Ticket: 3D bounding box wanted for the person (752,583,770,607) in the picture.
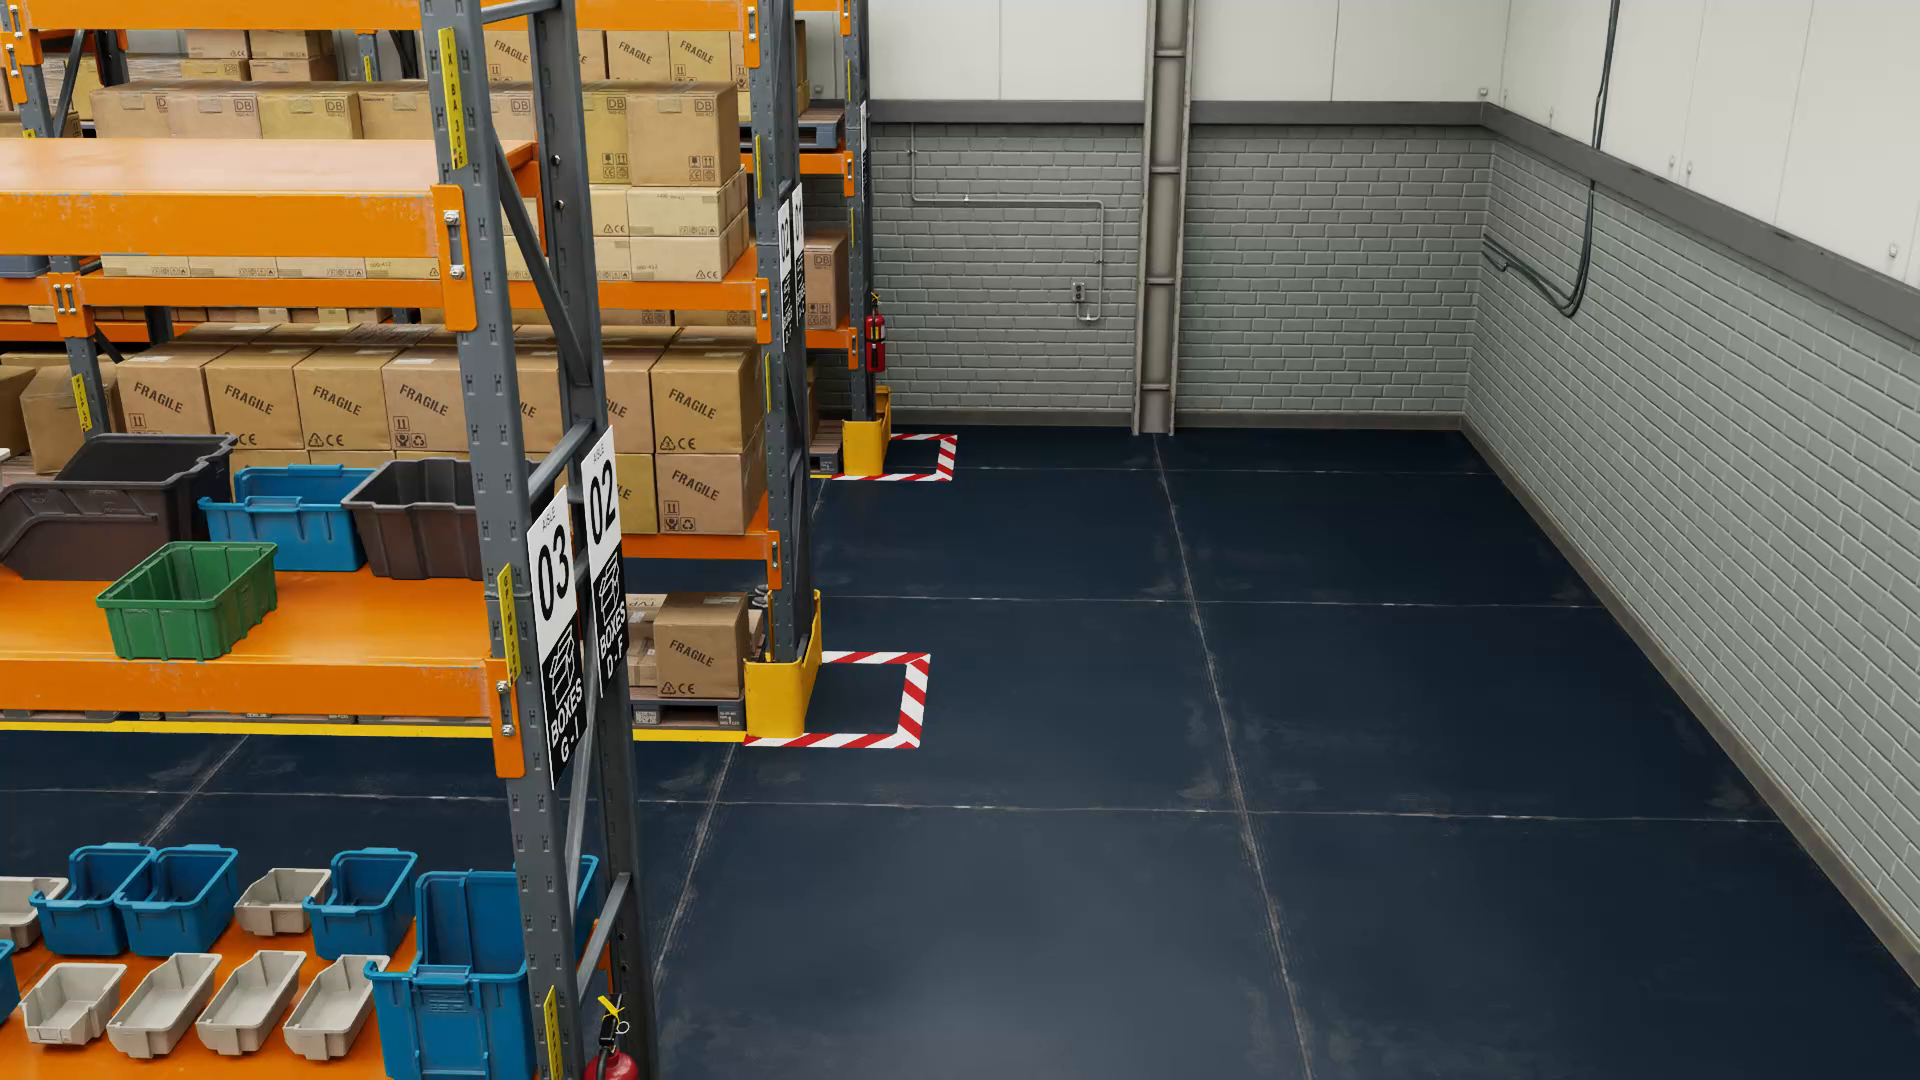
[{"bbox_3d":[-1.421,-0.306,11.888,0.492,1.594,0.419,-1,21,-2],"label":"person"}]
